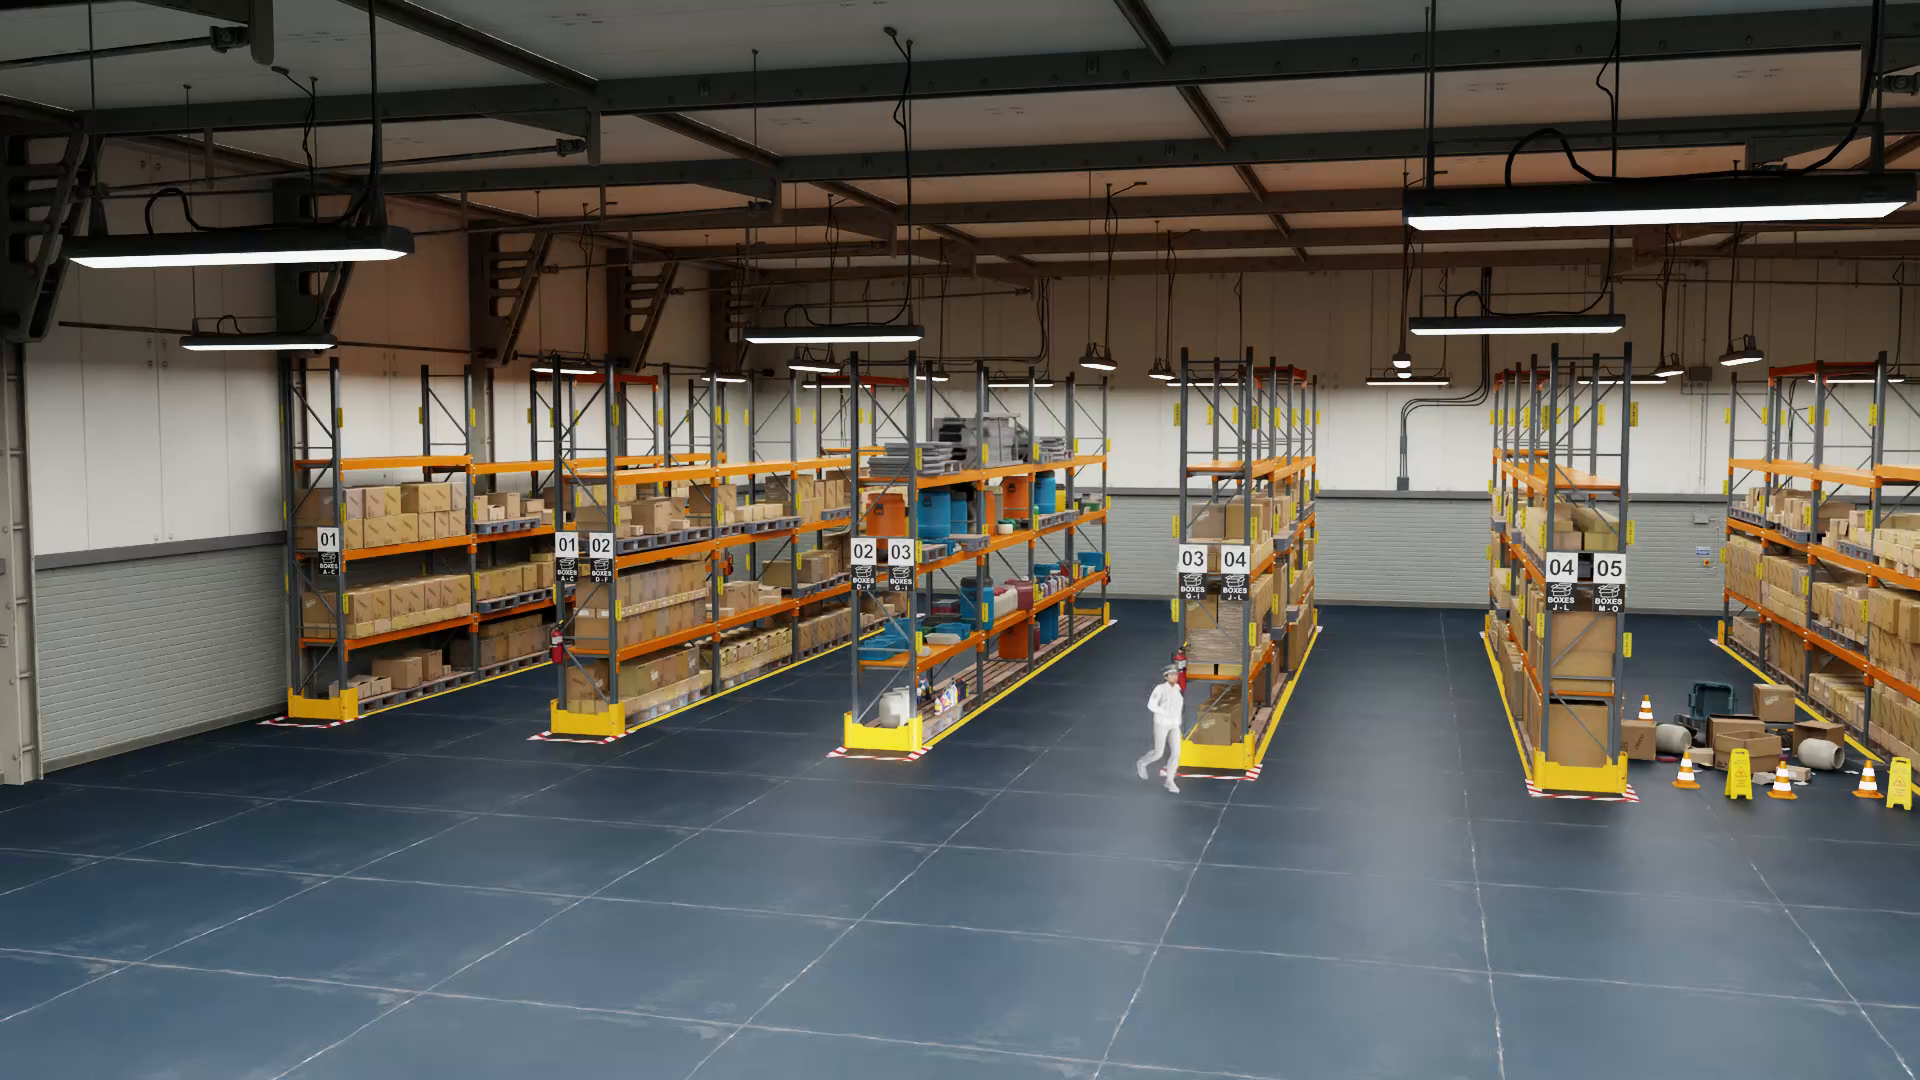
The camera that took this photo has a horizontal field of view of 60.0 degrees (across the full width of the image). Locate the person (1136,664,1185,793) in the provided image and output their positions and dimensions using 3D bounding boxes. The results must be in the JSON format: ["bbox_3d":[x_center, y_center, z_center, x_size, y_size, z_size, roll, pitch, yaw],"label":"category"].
[{"bbox_3d":[2.792,2.516,22.564,0.628,1.700,0.813,-2,5,-30],"label":"person"}]

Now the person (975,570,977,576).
[{"bbox_3d":[0.436,1.461,37.105,0.579,1.629,0.643,1,4,16],"label":"person"}]
